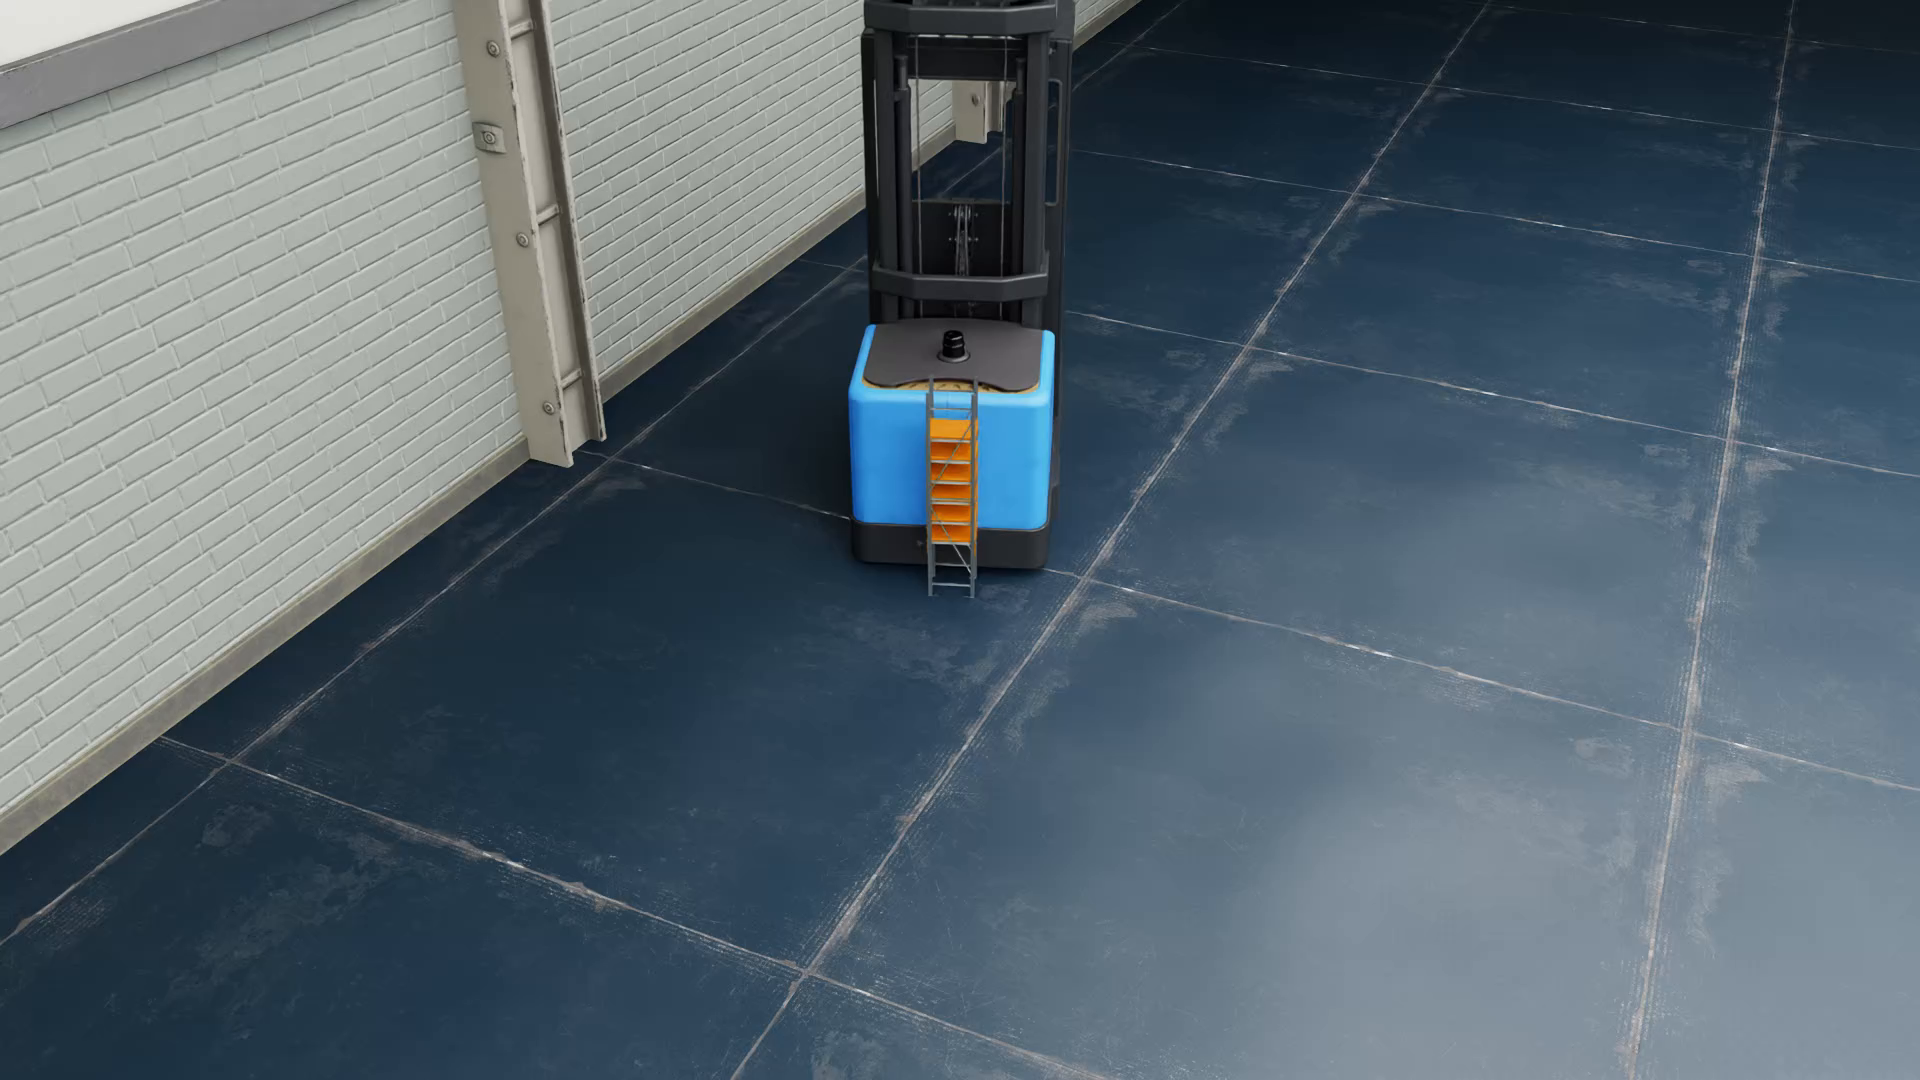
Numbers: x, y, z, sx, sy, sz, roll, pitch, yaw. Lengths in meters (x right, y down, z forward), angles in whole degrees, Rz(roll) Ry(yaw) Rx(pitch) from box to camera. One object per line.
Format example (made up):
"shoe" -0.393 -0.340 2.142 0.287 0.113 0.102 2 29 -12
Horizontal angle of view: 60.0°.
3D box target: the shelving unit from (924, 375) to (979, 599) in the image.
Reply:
"shelving unit" -0.039 -0.252 8.409 0.258 1.200 0.189 2 33 4

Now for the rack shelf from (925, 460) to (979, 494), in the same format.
"rack shelf" -0.039 -0.315 8.367 0.258 0.103 0.180 2 33 4

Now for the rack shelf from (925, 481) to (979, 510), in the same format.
"rack shelf" -0.039 -0.215 8.433 0.258 0.103 0.180 2 33 4

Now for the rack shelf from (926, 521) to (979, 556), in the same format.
"rack shelf" -0.039 -0.014 8.564 0.258 0.103 0.180 2 33 4

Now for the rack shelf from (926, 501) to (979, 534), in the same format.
"rack shelf" -0.039 -0.114 8.499 0.258 0.103 0.180 2 33 4

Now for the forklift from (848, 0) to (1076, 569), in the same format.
"forklift" 0.053 -1.859 9.280 1.130 2.935 3.031 2 33 4

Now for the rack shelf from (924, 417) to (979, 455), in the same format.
"rack shelf" -0.039 -0.516 8.235 0.258 0.103 0.180 2 33 4

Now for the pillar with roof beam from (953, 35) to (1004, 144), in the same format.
"pillar with roof beam" 4.064 -6.321 10.552 9.100 9.000 0.400 14 36 20

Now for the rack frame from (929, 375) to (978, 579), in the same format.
"rack frame" -0.032 -0.302 8.485 0.240 1.200 0.006 2 33 4

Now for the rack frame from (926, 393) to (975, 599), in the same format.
"rack frame" -0.046 -0.202 8.332 0.240 1.200 0.006 2 33 4

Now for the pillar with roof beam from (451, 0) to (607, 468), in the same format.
"pillar with roof beam" 1.553 -3.333 5.995 9.100 9.000 0.400 14 36 20

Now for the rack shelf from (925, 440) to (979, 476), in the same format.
"rack shelf" -0.039 -0.416 8.301 0.258 0.103 0.180 2 33 4
